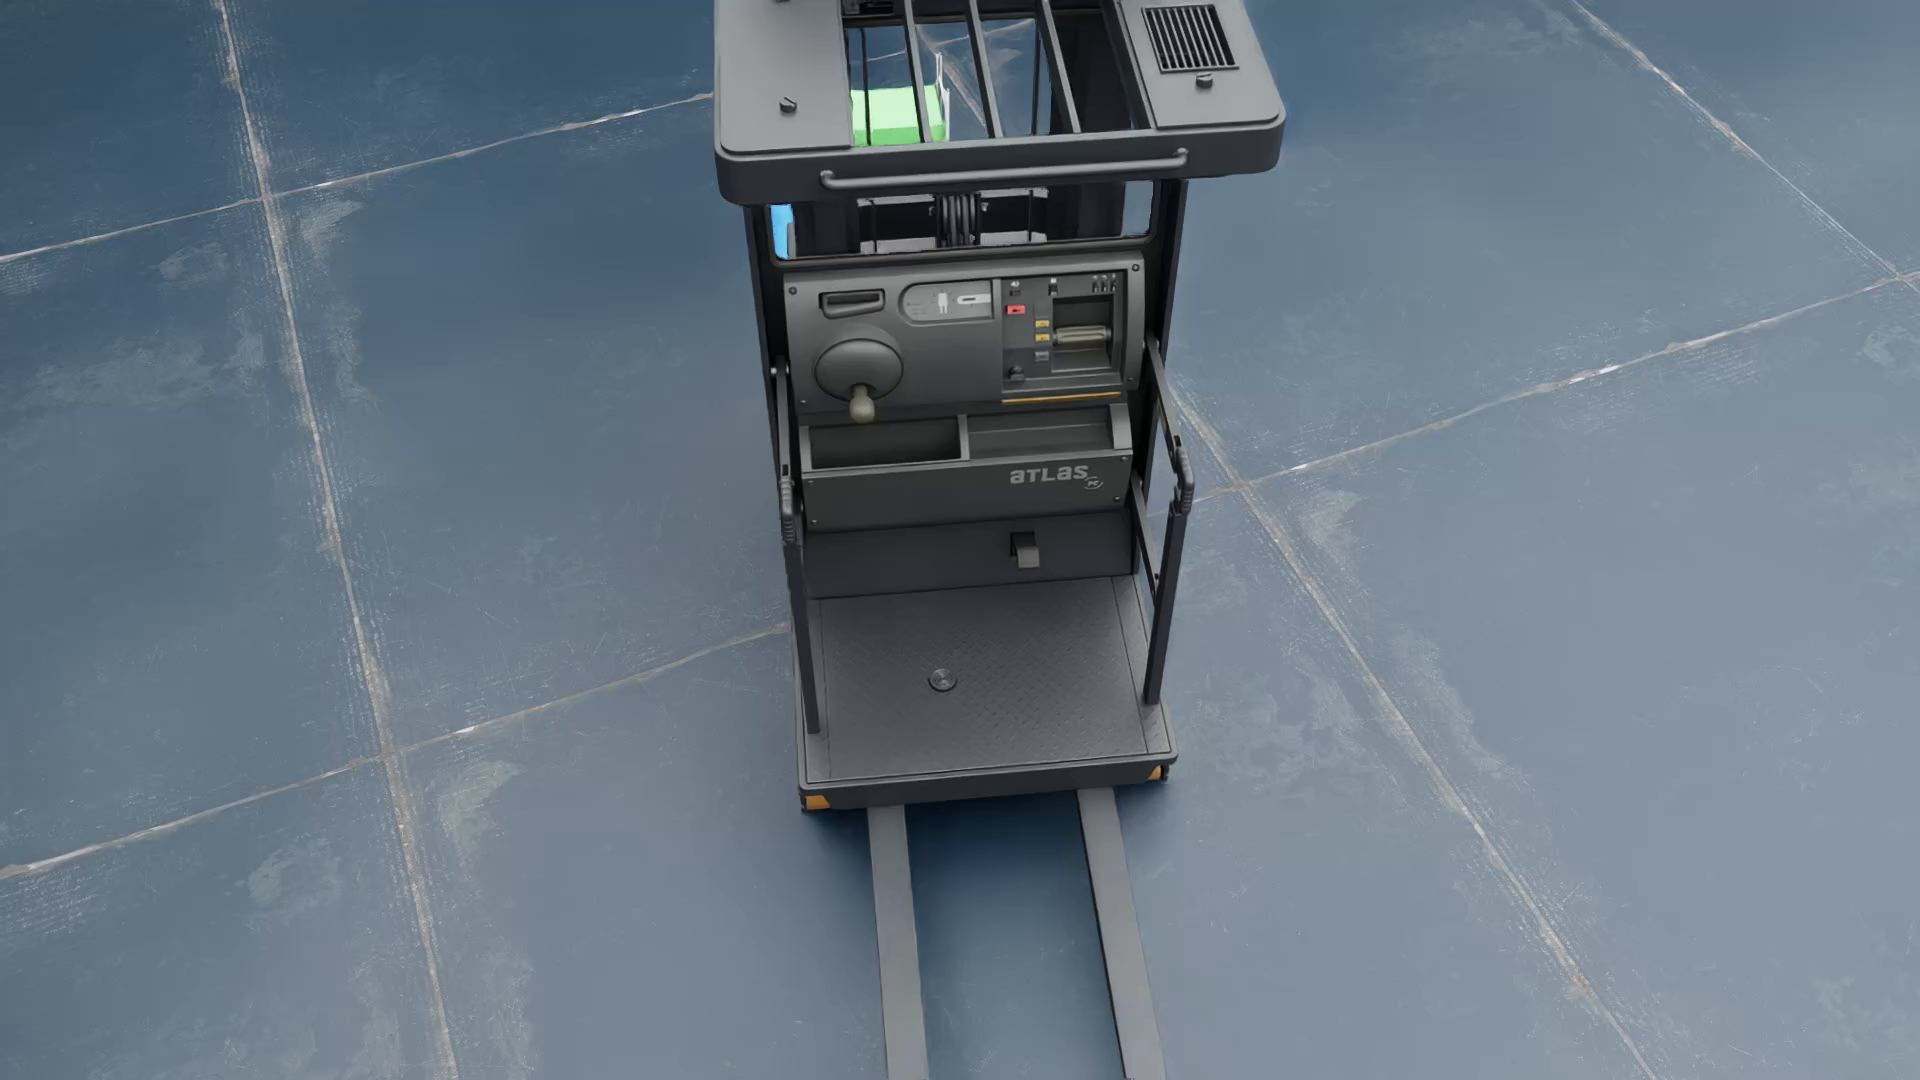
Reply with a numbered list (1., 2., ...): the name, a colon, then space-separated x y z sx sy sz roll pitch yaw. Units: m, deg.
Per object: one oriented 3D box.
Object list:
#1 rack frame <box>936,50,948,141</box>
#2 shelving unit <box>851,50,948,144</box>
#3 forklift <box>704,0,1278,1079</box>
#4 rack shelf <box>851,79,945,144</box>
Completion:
1. rack frame: -0.058 -1.144 5.934 0.015 1.200 0.240 -5 47 -4
2. shelving unit: -0.300 -1.124 5.916 0.503 1.200 0.258 -5 47 -4
3. forklift: 0.029 -0.419 4.178 1.130 2.935 3.031 -4 49 -3
4. rack shelf: -0.302 -1.410 5.614 0.480 0.148 0.258 -5 47 -4
